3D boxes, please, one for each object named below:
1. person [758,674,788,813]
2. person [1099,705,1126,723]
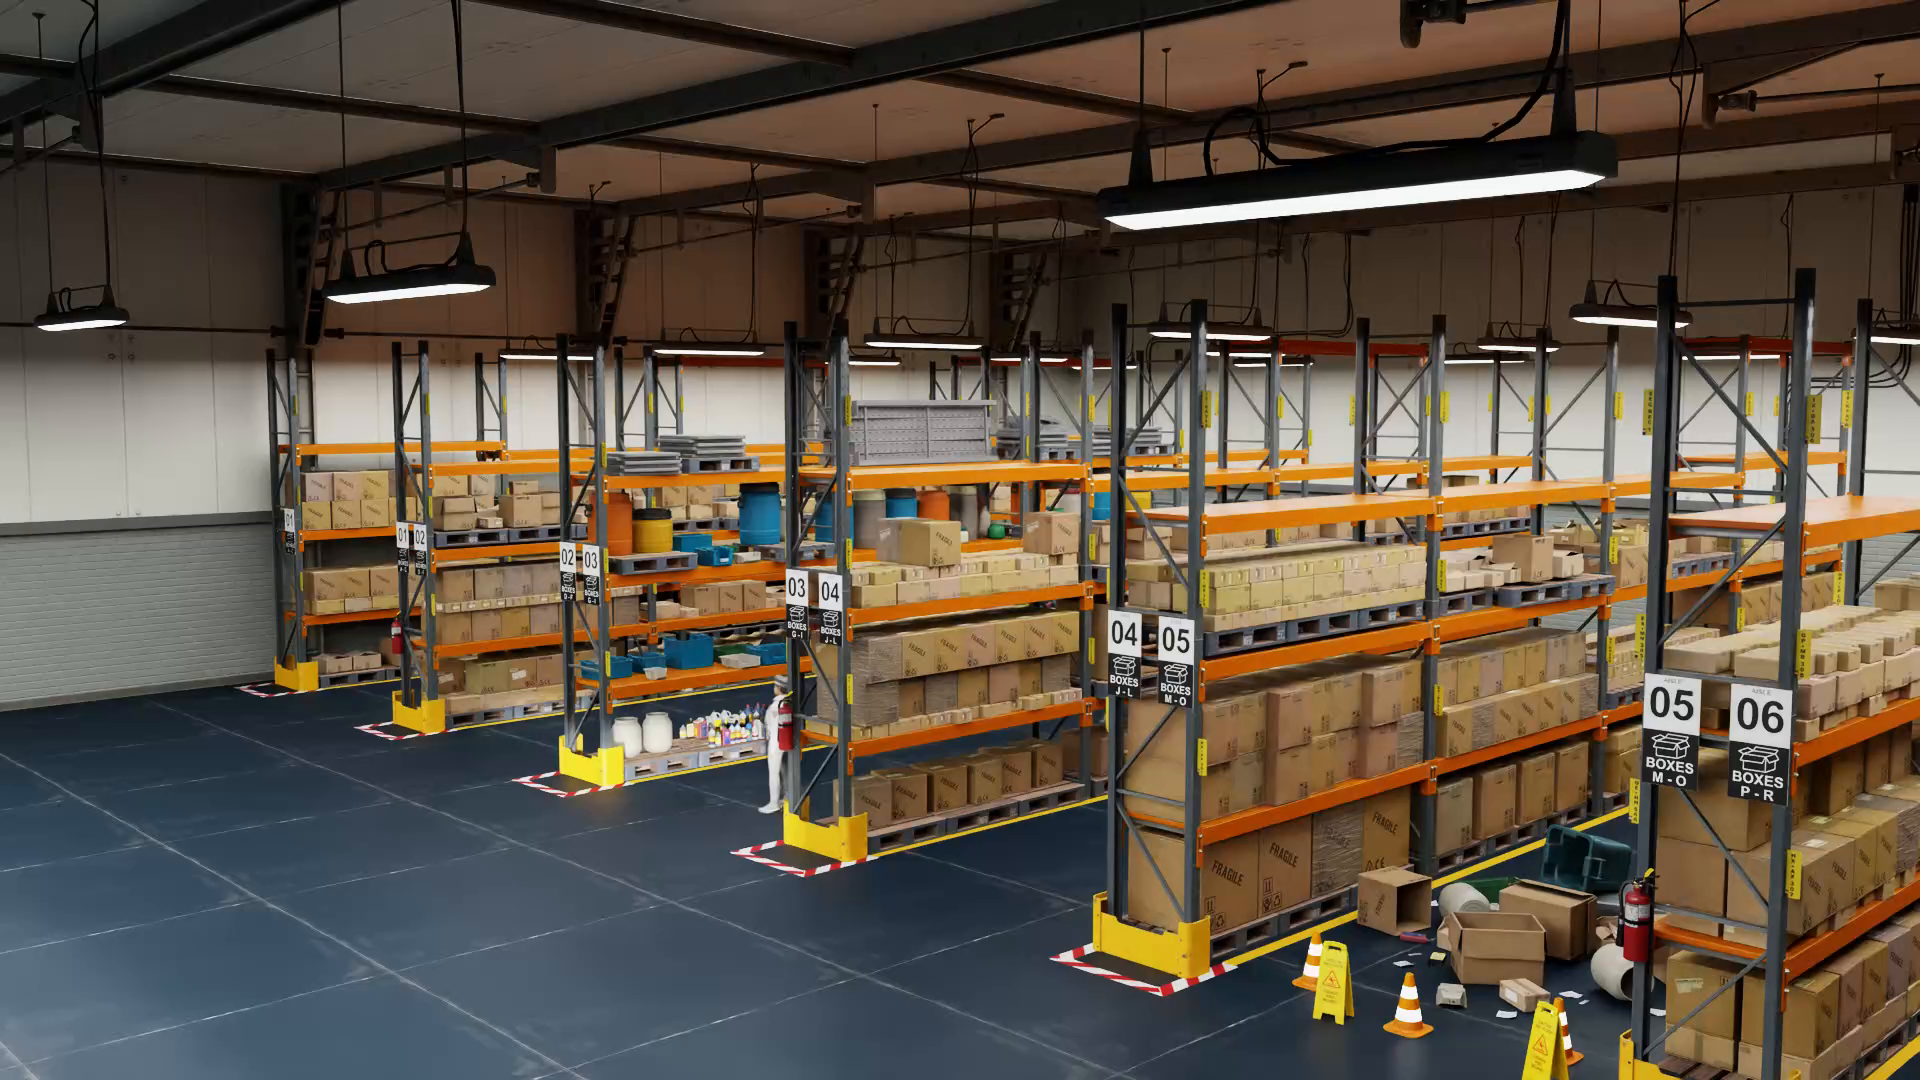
[{"bbox_3d":[-2.261,2.530,20.771,0.376,1.703,0.508,3,6,27],"label":"person"},{"bbox_3d":[2.432,2.011,26.262,0.639,1.730,0.922,5,7,43],"label":"person"}]
